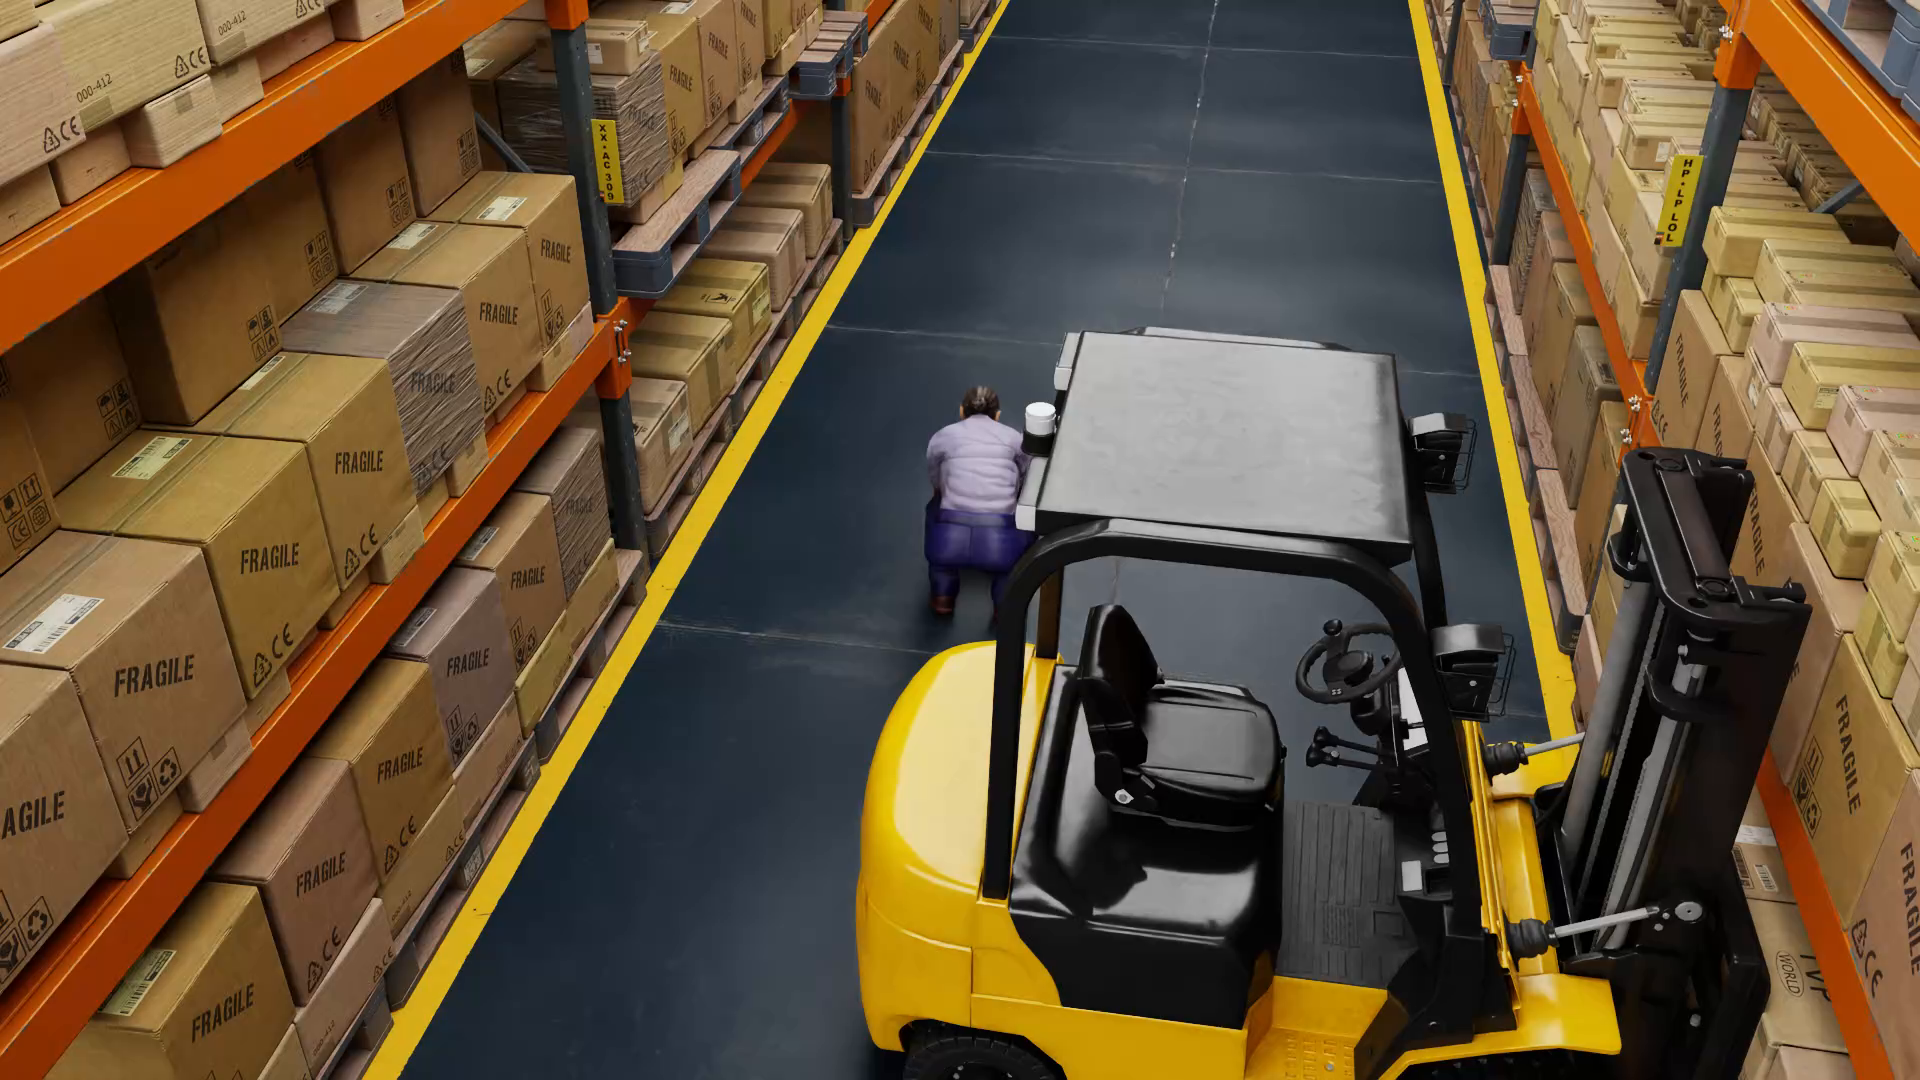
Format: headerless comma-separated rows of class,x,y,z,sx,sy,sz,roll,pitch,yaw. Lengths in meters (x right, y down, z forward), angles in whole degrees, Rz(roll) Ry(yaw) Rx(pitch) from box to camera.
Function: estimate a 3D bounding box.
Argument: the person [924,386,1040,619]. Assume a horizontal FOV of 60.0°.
person,0.089,-0.143,7.153,0.527,0.822,0.821,5,33,8
